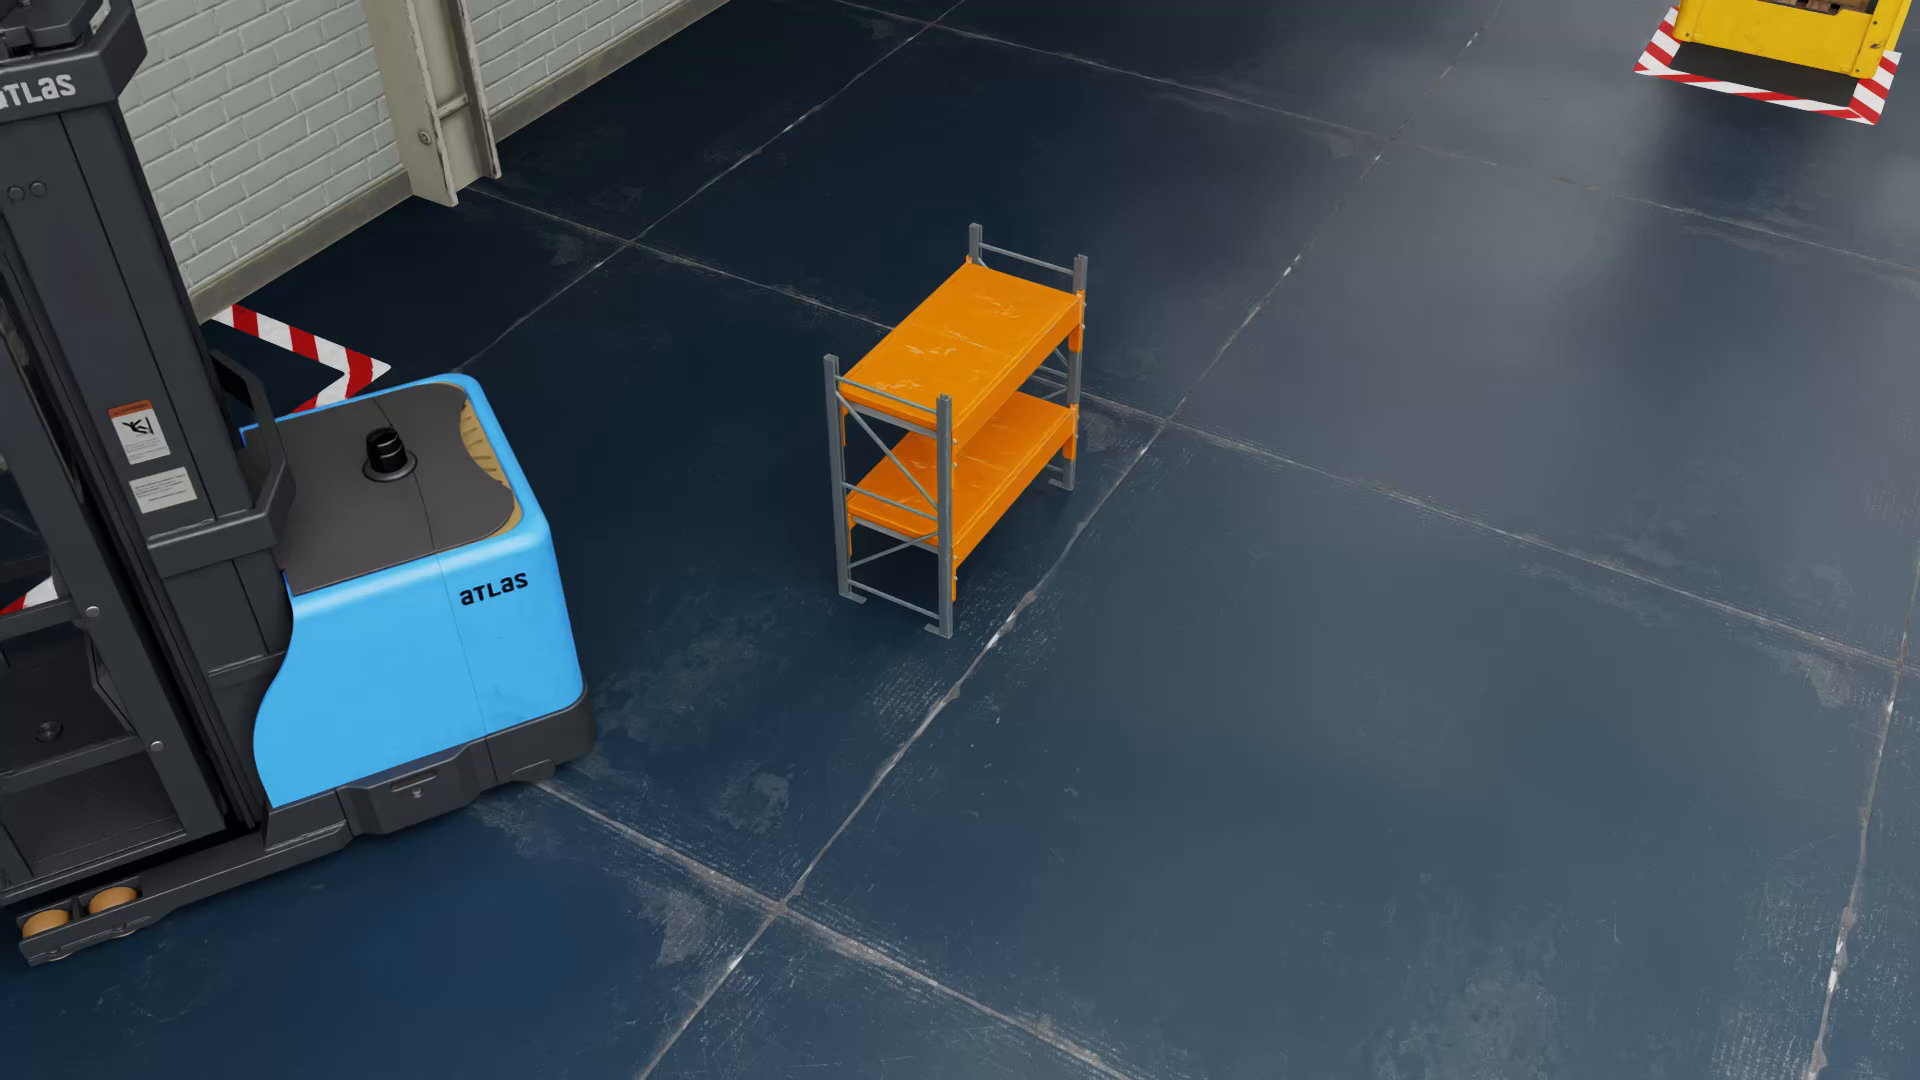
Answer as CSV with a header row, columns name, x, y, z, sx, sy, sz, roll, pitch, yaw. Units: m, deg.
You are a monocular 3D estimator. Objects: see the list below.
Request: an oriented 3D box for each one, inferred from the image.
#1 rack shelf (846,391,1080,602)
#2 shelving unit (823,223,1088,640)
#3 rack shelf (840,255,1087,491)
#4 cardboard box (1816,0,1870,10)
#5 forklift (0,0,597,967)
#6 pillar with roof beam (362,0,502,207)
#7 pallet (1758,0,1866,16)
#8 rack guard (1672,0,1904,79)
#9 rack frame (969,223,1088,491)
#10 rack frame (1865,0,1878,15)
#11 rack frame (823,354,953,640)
name,x,y,z,sx,sy,sz,roll,pitch,yaw
rack shelf,0.003,-0.243,6.544,0.538,0.278,1.000,21,45,22
shelving unit,0.003,-0.426,6.383,0.538,1.125,1.048,21,45,22
rack shelf,0.003,-0.646,6.189,0.538,0.278,1.000,21,45,22
cardboard box,5.449,-3.506,10.225,0.500,0.250,0.500,21,45,22
forklift,-2.828,-0.175,4.731,3.031,2.935,1.130,-19,45,-20
pillar with roof beam,1.023,-3.865,4.330,9.100,9.000,0.400,21,45,22
pallet,5.334,-3.552,10.624,1.003,0.211,1.213,21,45,22
rack guard,4.976,-3.196,10.001,1.175,0.500,0.348,21,45,22
rack frame,0.258,-0.717,6.713,0.500,1.125,0.032,21,45,22
rack frame,4.988,-4.147,9.190,1.000,3.000,0.127,21,45,22
rack frame,-0.251,-0.135,6.052,0.500,1.125,0.032,21,45,22
